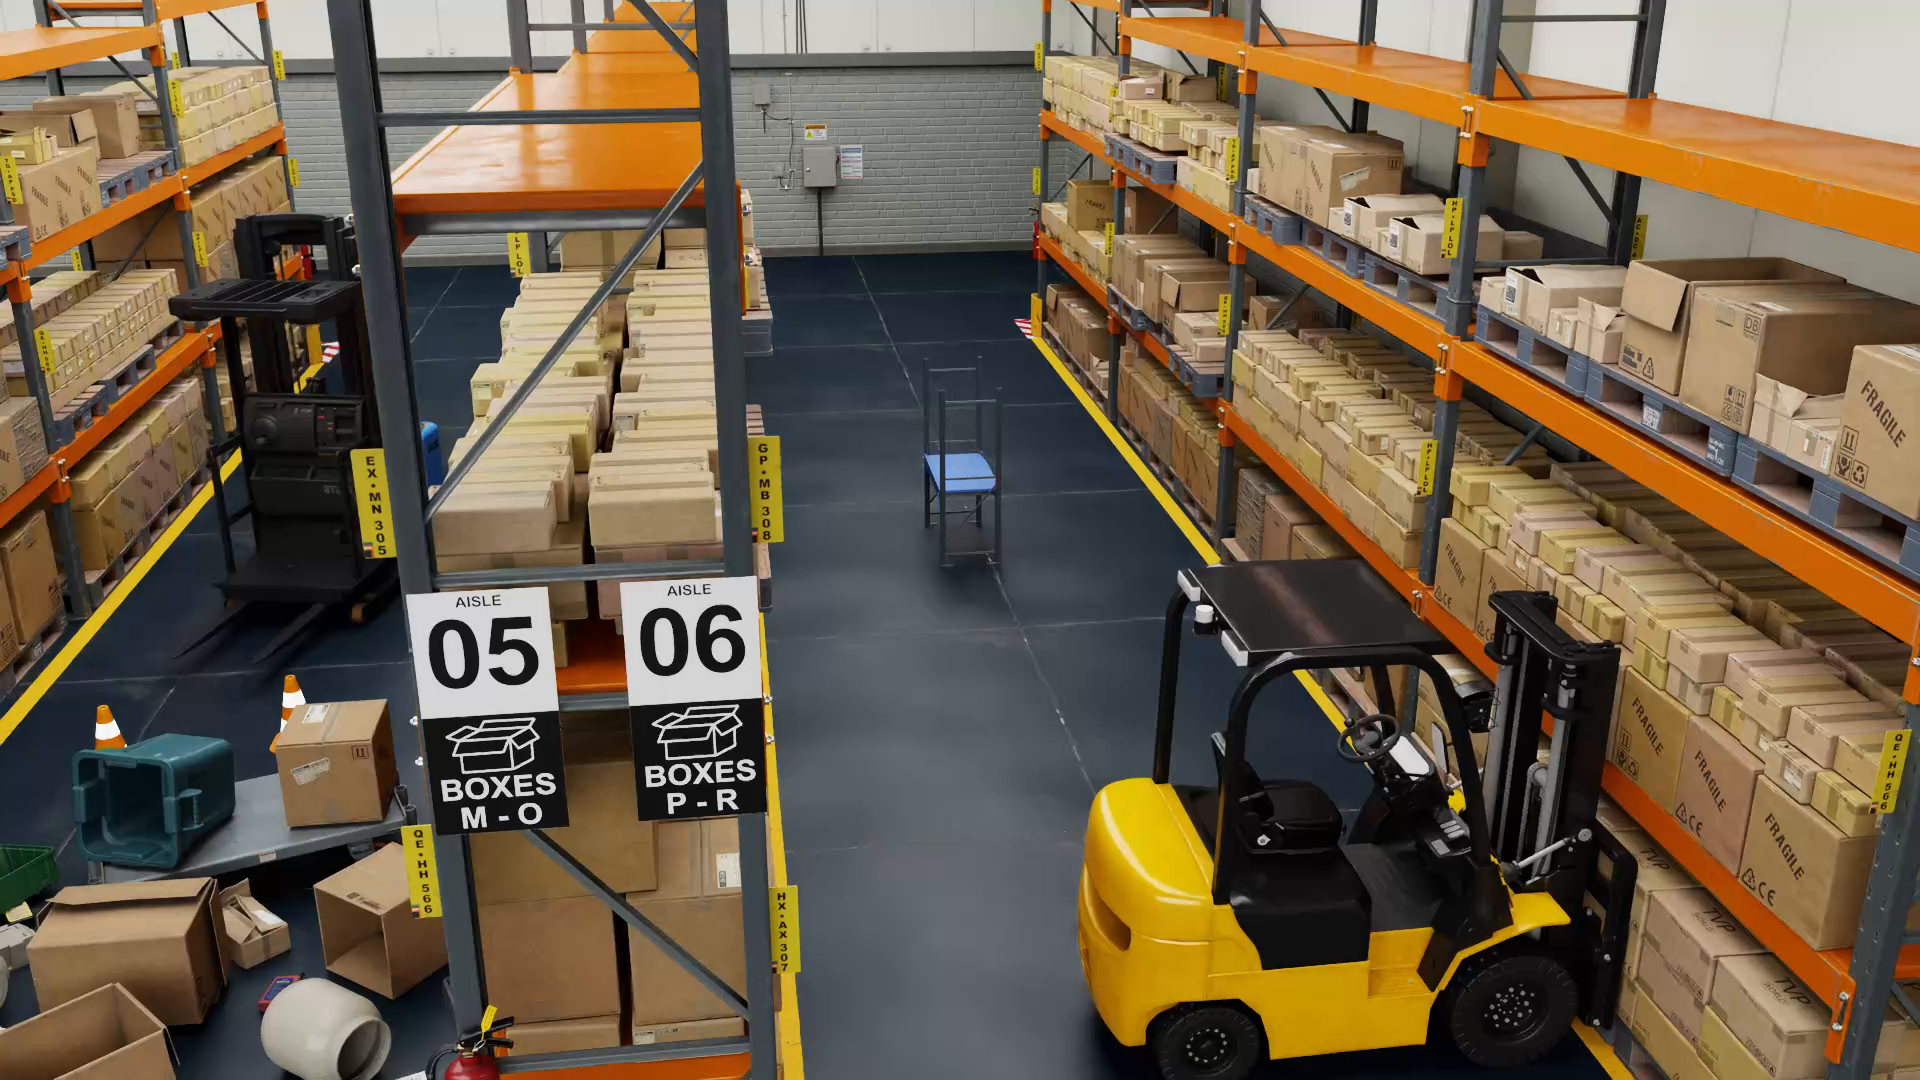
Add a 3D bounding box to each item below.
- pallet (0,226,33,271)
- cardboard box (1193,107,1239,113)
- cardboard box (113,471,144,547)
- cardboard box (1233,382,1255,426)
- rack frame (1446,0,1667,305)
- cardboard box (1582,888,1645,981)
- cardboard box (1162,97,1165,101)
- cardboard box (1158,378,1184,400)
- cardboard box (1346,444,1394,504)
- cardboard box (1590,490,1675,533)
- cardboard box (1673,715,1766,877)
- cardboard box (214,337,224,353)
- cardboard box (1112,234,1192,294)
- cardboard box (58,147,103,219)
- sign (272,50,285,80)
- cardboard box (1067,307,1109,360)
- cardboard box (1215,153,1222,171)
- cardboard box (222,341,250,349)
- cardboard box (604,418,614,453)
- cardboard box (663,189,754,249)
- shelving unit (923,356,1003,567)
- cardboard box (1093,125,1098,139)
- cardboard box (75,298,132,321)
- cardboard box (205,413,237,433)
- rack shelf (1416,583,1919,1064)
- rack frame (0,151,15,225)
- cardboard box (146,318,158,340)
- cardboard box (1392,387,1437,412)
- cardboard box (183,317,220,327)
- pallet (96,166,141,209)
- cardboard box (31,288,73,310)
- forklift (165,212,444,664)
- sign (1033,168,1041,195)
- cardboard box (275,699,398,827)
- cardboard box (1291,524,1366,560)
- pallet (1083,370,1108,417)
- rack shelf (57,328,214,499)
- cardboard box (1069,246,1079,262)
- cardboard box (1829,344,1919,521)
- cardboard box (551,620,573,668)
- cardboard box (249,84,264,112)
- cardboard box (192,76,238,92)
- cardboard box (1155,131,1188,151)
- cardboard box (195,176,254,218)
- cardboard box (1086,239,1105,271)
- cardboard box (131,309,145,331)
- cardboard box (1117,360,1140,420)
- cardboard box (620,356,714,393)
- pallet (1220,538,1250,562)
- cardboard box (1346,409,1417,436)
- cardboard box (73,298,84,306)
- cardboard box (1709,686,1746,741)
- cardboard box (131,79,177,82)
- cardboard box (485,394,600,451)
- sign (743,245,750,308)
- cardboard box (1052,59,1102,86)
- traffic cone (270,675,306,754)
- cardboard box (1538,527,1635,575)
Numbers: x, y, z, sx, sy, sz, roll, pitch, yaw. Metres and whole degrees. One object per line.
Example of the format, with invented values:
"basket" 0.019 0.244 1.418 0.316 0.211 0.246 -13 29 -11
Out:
"pallet" -7.000 -1.885 11.034 1.213 0.211 1.003 -2 21 -5
"cardboard box" 2.377 -3.925 15.417 0.380 0.149 0.250 -4 21 -9
"cardboard box" -7.070 -0.246 13.635 0.500 0.500 0.500 -3 21 -7
"cardboard box" 2.472 -1.089 13.133 0.500 0.250 0.500 -3 21 -8
"rack frame" 3.227 -2.751 8.793 1.000 3.000 0.127 -3 21 -8
"cardboard box" 3.267 1.797 7.806 0.500 0.250 0.500 -3 21 -9
"cardboard box" 2.284 -4.604 17.118 0.500 0.250 0.500 -3 21 -8
"cardboard box" 2.112 -1.453 15.939 0.380 0.149 0.250 -2 21 -6
"cardboard box" 2.822 -0.439 10.678 0.500 0.250 0.500 -3 21 -9
"cardboard box" 3.618 -0.155 8.923 0.380 0.149 0.250 -3 21 -8
"cardboard box" 3.407 1.061 7.020 0.500 0.500 0.500 -2 21 -6
"cardboard box" -8.342 -2.139 18.354 0.380 0.149 0.250 -2 21 -6
"cardboard box" 1.922 -2.775 16.689 0.700 0.500 0.500 -2 21 -6
"cardboard box" -7.120 -2.798 13.063 0.500 0.500 0.500 -3 21 -8
"sign" -7.746 -5.400 18.908 0.100 0.325 0.005 -3 21 -8
"cardboard box" 1.553 -2.418 19.450 0.500 0.500 0.500 -3 21 -7
"cardboard box" 2.330 -3.140 13.769 0.380 0.149 0.250 -2 21 -7
"cardboard box" -7.832 -2.075 18.183 0.380 0.149 0.250 -4 21 -10
"cardboard box" -1.079 -0.318 6.357 0.500 0.250 0.500 -2 21 -6
"cardboard box" -1.454 -1.849 9.566 0.500 0.250 0.500 -3 21 -9
"shelving unit" 0.012 -0.673 13.949 0.538 1.500 1.048 -3 21 -8
"cardboard box" 1.636 -4.371 17.777 0.380 0.149 0.250 -3 21 -8
"cardboard box" -7.283 -1.951 14.135 0.380 0.149 0.250 -4 21 -10
"cardboard box" -7.456 -1.177 16.629 0.380 0.149 0.250 -4 21 -10
"rack shelf" 3.515 1.089 8.115 1.077 0.370 4.000 -3 21 -8
"rack frame" -7.145 -3.599 11.065 1.000 3.000 0.127 -3 21 -8
"cardboard box" -7.361 -1.862 14.748 0.380 0.149 0.250 -4 21 -11
"cardboard box" 3.215 -0.954 11.486 0.380 0.149 0.250 -3 21 -7
"cardboard box" -7.439 -2.171 16.174 0.380 0.149 0.250 -2 21 -6
"pallet" -7.585 -2.913 13.783 1.213 0.211 1.003 -3 21 -8
"cardboard box" -8.006 -2.100 14.535 0.380 0.149 0.250 -3 21 -8
"forklift" -4.997 -0.861 12.408 1.130 2.935 3.031 2 21 6
"sign" 0.960 -4.473 20.742 0.100 0.325 0.005 -3 21 -8
"cardboard box" -3.442 1.228 9.206 0.500 0.500 0.500 -3 21 -8
"cardboard box" 2.926 0.266 12.084 0.875 0.625 0.625 -4 21 -10
"pallet" 1.976 -1.641 18.384 1.003 0.211 1.213 -3 21 -8
"rack shelf" -7.433 -1.144 14.095 1.077 0.370 4.000 -3 21 -8
"cardboard box" 1.468 -3.311 19.227 0.380 0.149 0.250 -2 21 -7
"cardboard box" 3.498 -0.392 5.879 0.500 0.500 0.500 -2 21 -6
"cardboard box" -1.436 0.300 5.273 0.380 0.149 0.250 -3 21 -8
"cardboard box" -7.905 -4.804 18.079 0.500 0.250 0.500 -3 21 -9
"cardboard box" -7.806 -4.769 17.415 0.380 0.149 0.250 -2 21 -7
"cardboard box" 1.970 -3.587 14.935 0.380 0.149 0.250 -2 21 -7
"cardboard box" -7.750 -3.529 17.456 0.500 0.500 0.500 -4 21 -10
"cardboard box" 1.672 -3.116 18.135 0.500 0.250 0.500 -3 21 -8
"cardboard box" -7.317 -1.902 14.431 0.380 0.149 0.250 -4 21 -11
"cardboard box" 1.921 -1.557 17.144 0.500 0.500 0.500 -2 21 -5
"cardboard box" -1.146 -0.626 6.613 0.380 0.149 0.250 -2 21 -7
"pallet" 2.730 0.268 13.270 1.003 0.211 1.213 -3 21 -8
"cardboard box" 2.775 -0.752 10.947 0.380 0.149 0.250 -3 21 -9
"cardboard box" -8.043 -2.054 14.835 0.380 0.149 0.250 -2 21 -6
"cardboard box" 3.409 0.722 7.000 0.380 0.149 0.250 -3 21 -8
"cardboard box" -8.282 -4.652 17.101 0.380 0.149 0.250 -2 21 -6
"cardboard box" -1.517 -0.421 6.063 0.380 0.149 0.250 -3 21 -8
"sign" -1.149 -1.366 8.634 0.100 0.325 0.005 -3 21 -8
"cardboard box" 1.367 -5.460 19.410 0.500 0.250 0.500 -3 21 -8
"traffic cone" -4.280 1.091 10.707 0.336 0.463 0.334 -3 21 -8
"cardboard box" 3.151 0.052 8.369 0.380 0.149 0.250 -3 21 -9
